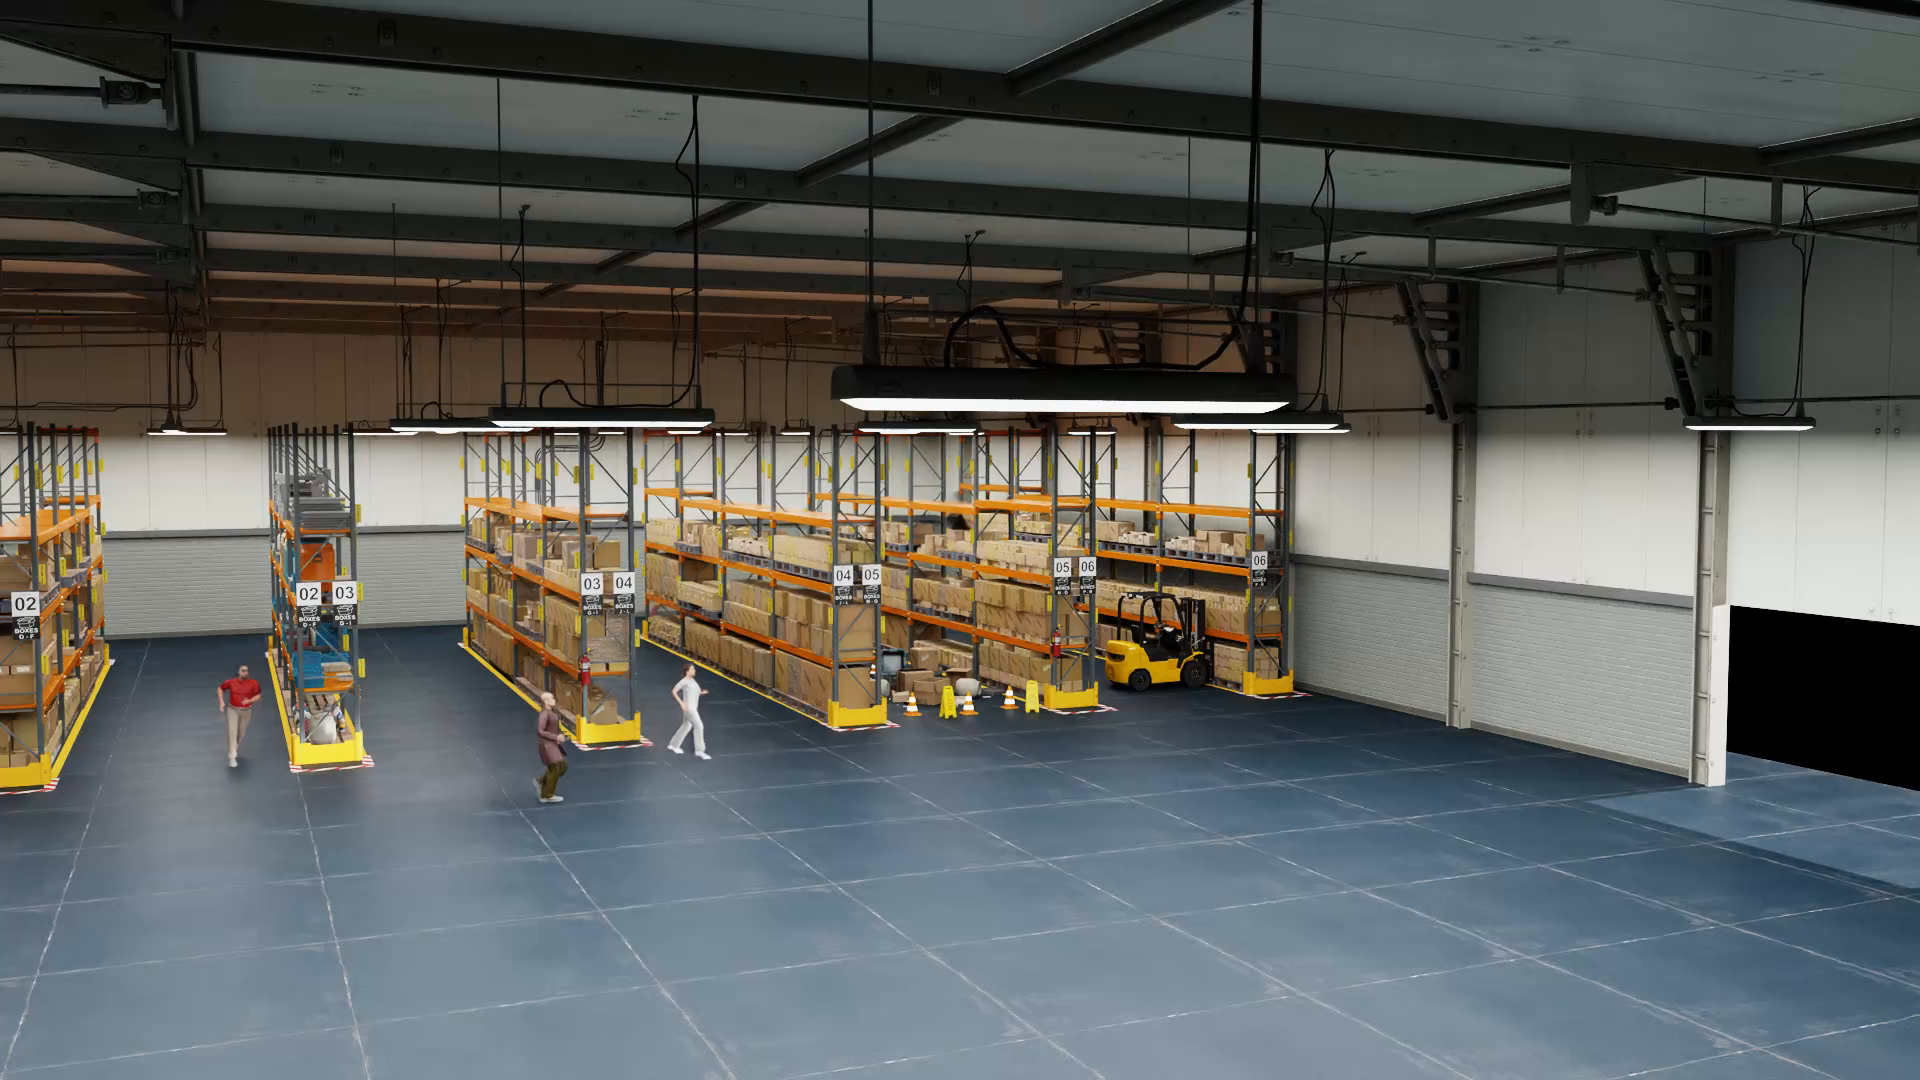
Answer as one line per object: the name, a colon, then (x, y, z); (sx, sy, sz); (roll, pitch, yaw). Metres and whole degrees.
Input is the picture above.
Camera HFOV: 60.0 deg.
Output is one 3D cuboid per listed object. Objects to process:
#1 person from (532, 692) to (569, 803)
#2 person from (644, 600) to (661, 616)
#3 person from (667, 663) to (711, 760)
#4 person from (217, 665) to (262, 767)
person: (-6.428, 3.256, 26.139); (0.638, 1.734, 0.728); (0, 3, -1)
person: (-9.022, 1.918, 49.110); (0.577, 1.623, 0.597); (-1, 4, -21)
person: (-4.855, 3.056, 29.750); (0.831, 1.714, 0.541); (0, 4, 7)
person: (-12.732, 3.092, 29.446); (0.692, 1.761, 0.864); (-2, 4, -35)
